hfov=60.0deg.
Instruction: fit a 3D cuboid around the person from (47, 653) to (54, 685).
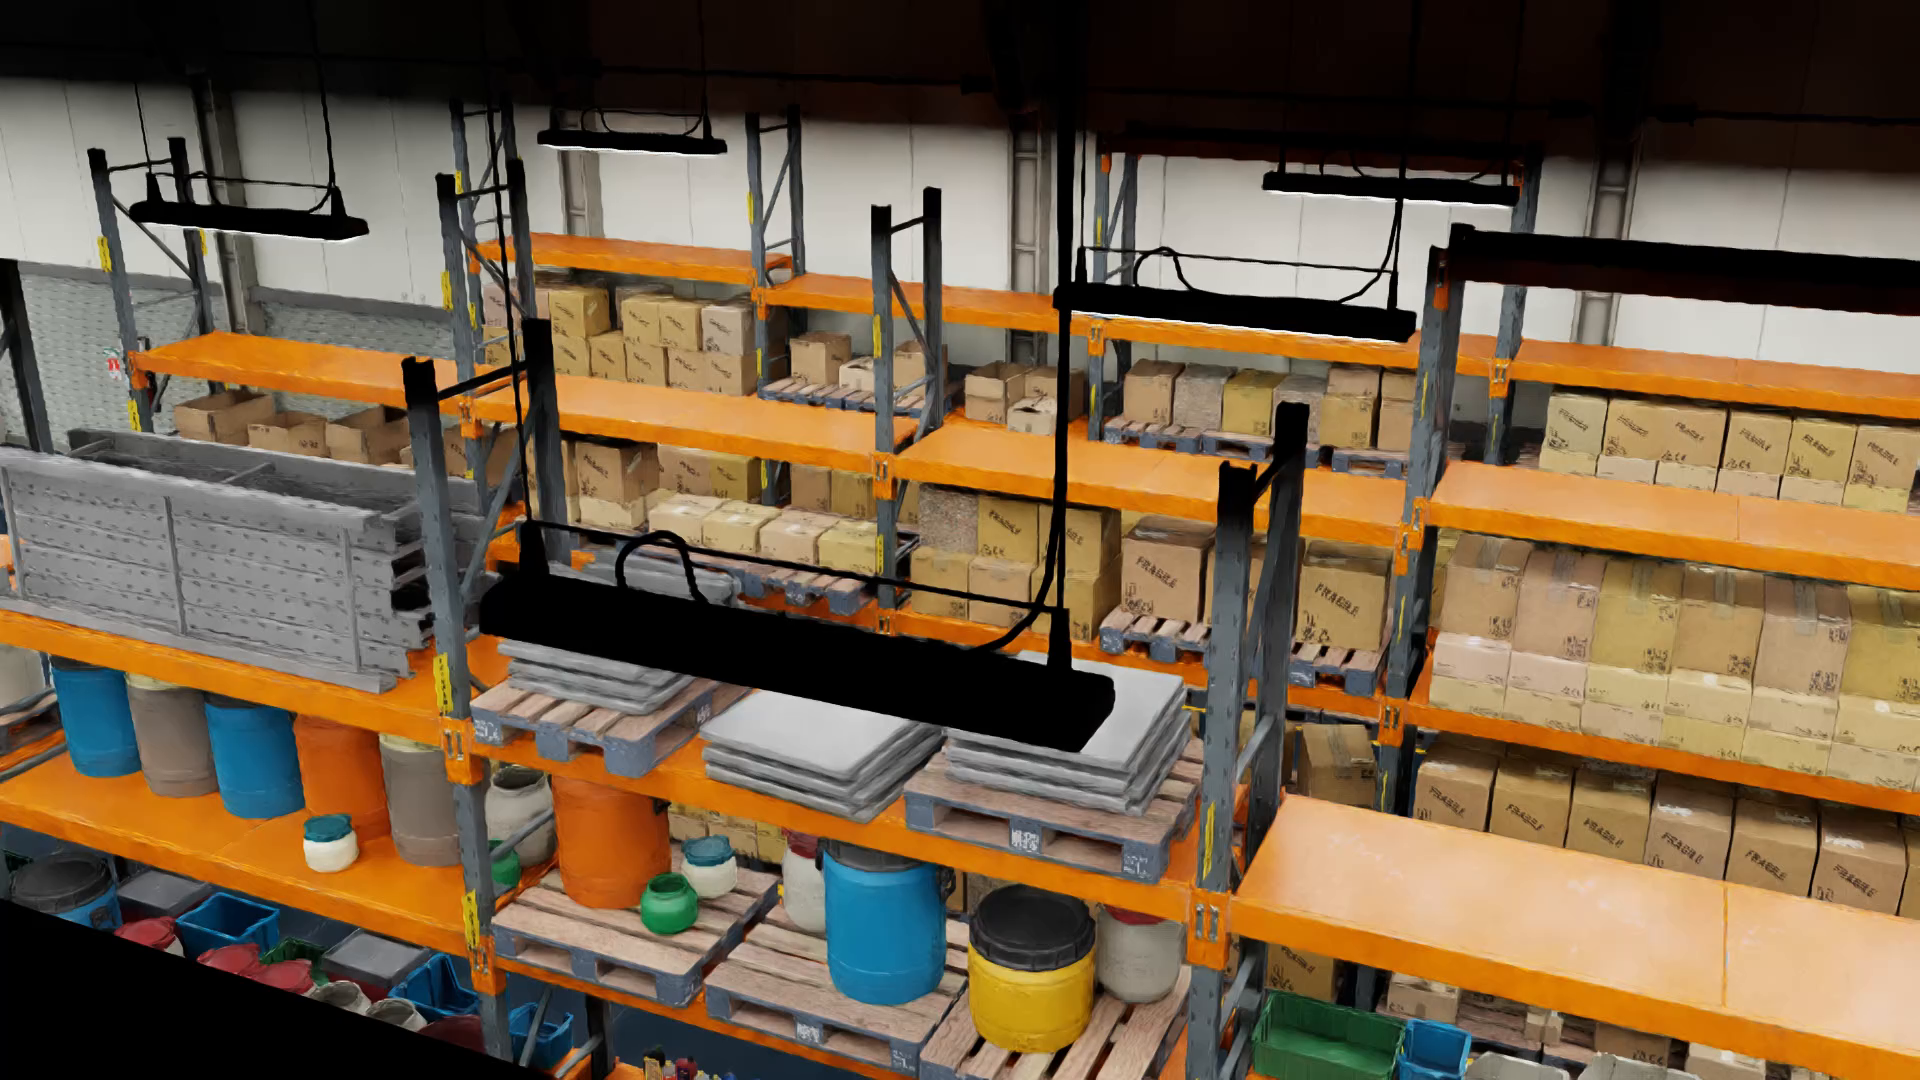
[{"bbox_3d":[-8.897,1.348,16.677,0.632,1.685,0.367,11,23,27],"label":"person"}]
